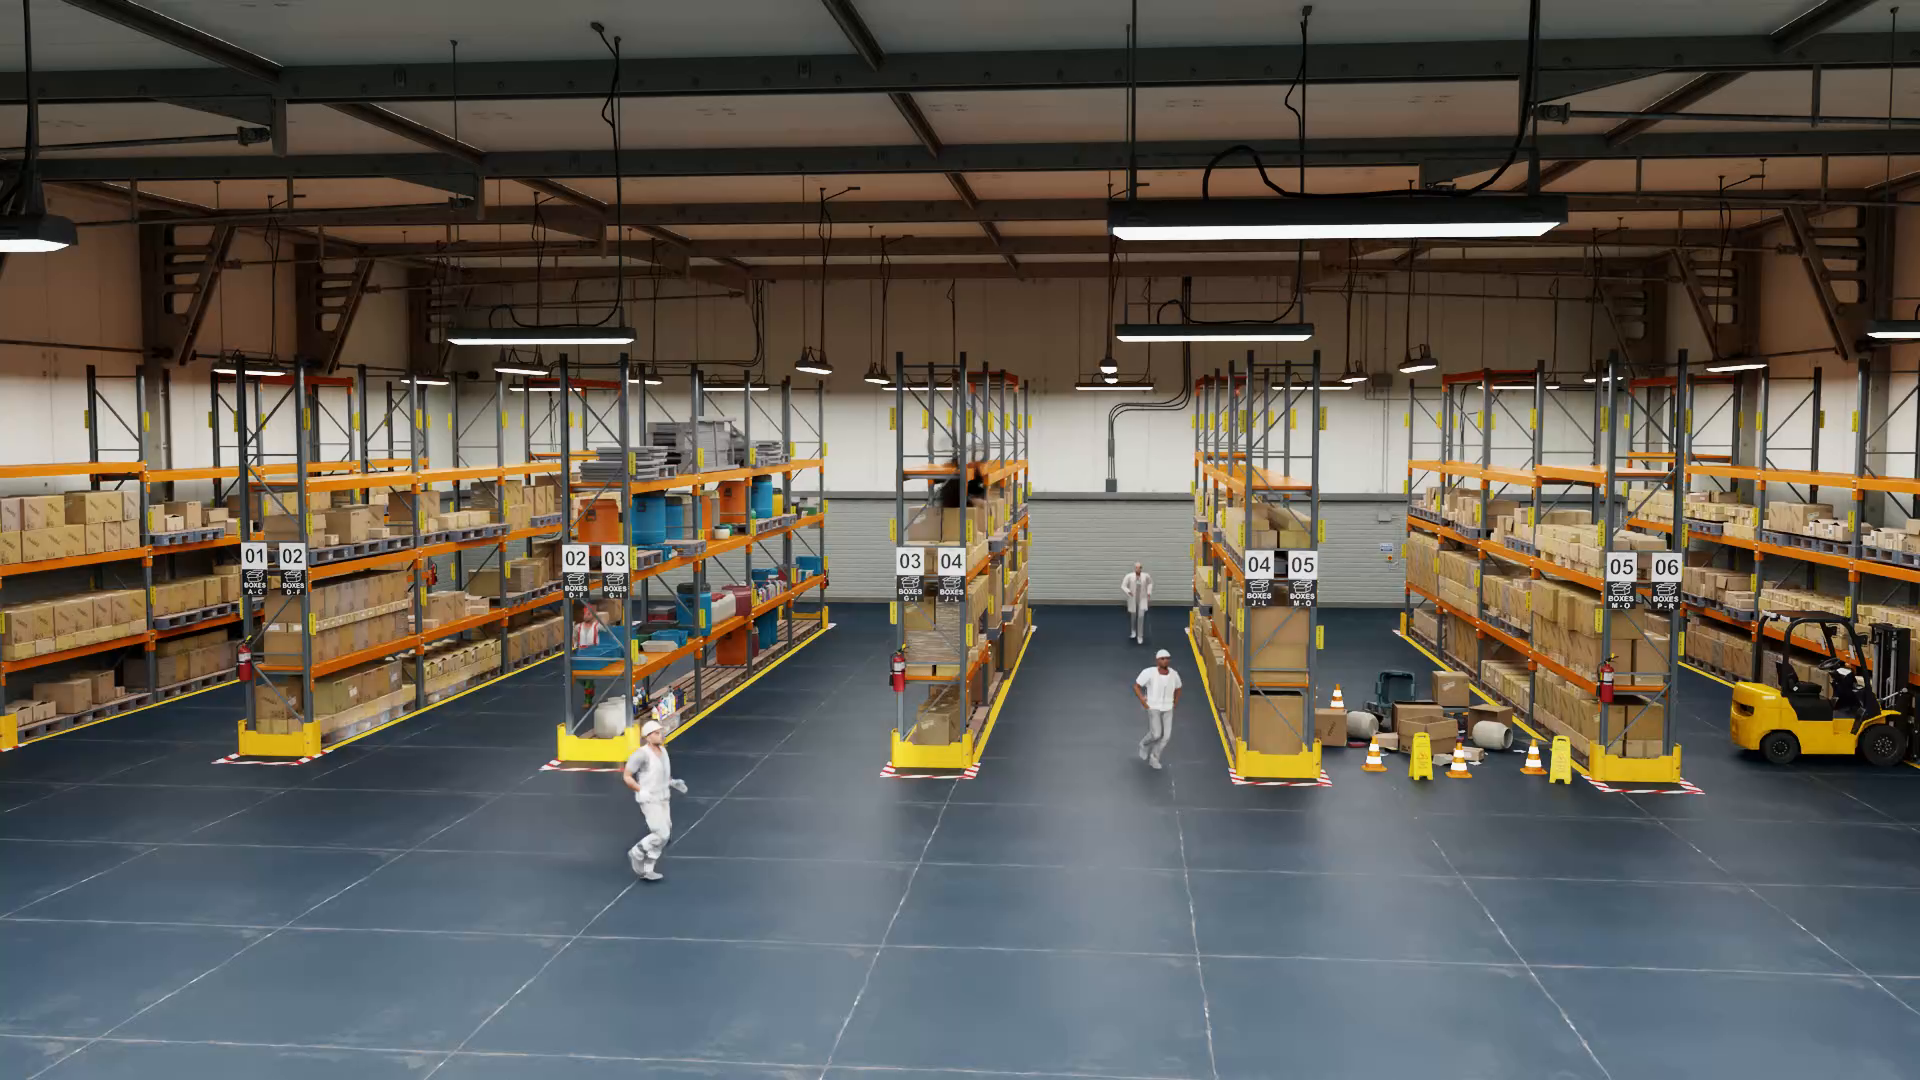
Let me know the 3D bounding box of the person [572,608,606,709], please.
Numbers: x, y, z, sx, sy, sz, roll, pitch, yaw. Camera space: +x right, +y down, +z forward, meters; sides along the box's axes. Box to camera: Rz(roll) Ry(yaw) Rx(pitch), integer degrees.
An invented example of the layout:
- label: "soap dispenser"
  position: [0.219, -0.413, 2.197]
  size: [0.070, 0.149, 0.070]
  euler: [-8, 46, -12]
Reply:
- label: "person"
  position: [-6.509, 2.053, 29.163]
  size: [0.668, 1.760, 0.813]
  euler: [0, 4, 5]

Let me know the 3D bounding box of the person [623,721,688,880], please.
- label: "person"
  position: [-3.310, 2.840, 18.107]
  size: [0.578, 1.743, 0.627]
  euler: [2, 4, 25]

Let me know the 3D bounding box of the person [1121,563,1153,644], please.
- label: "person"
  position: [4.039, 1.418, 37.929]
  size: [0.721, 1.820, 0.976]
  euler: [0, 4, 4]

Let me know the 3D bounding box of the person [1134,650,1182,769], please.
- label: "person"
  position: [2.900, 2.438, 24.059]
  size: [0.734, 1.718, 0.523]
  euler: [-1, 4, -16]
